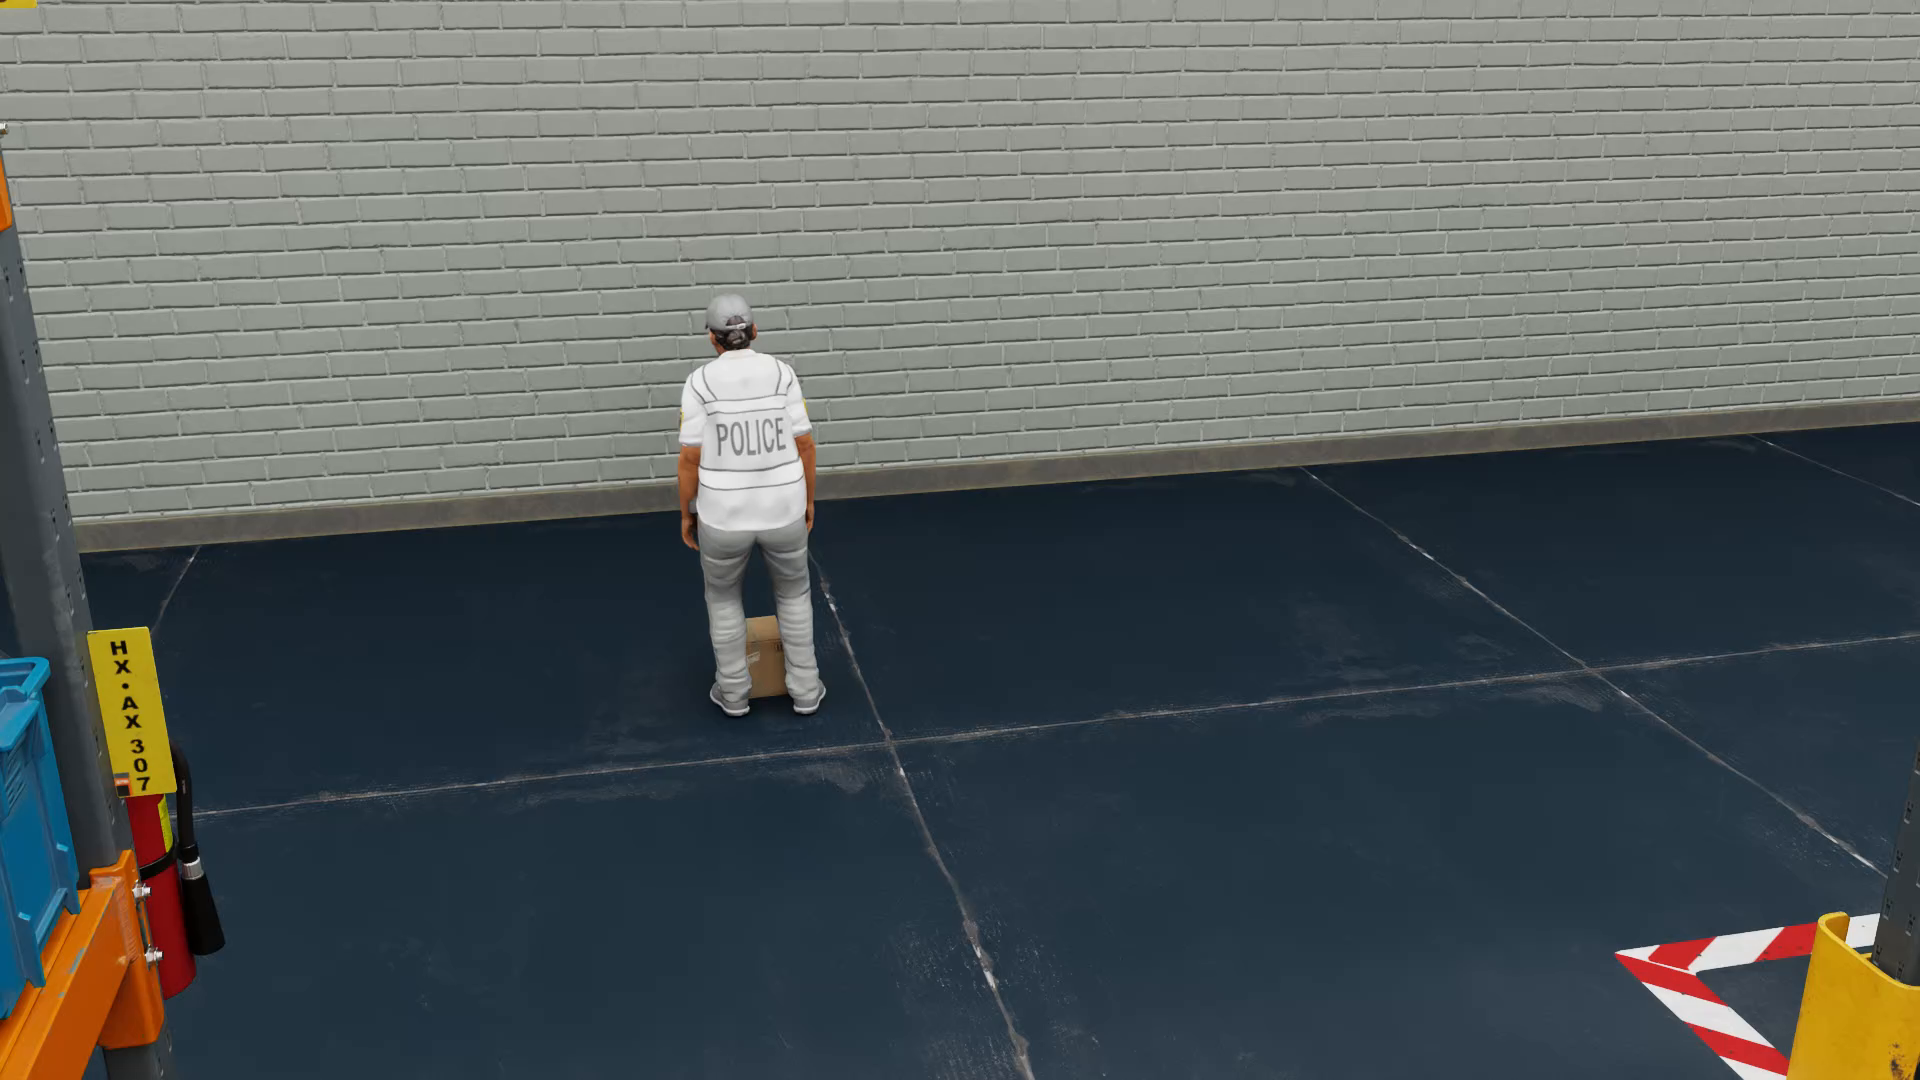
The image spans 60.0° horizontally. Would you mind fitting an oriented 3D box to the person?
[{"bbox_3d":[-0.798,-0.111,6.373,0.560,1.665,0.470,-6,21,-16],"label":"person"}]
